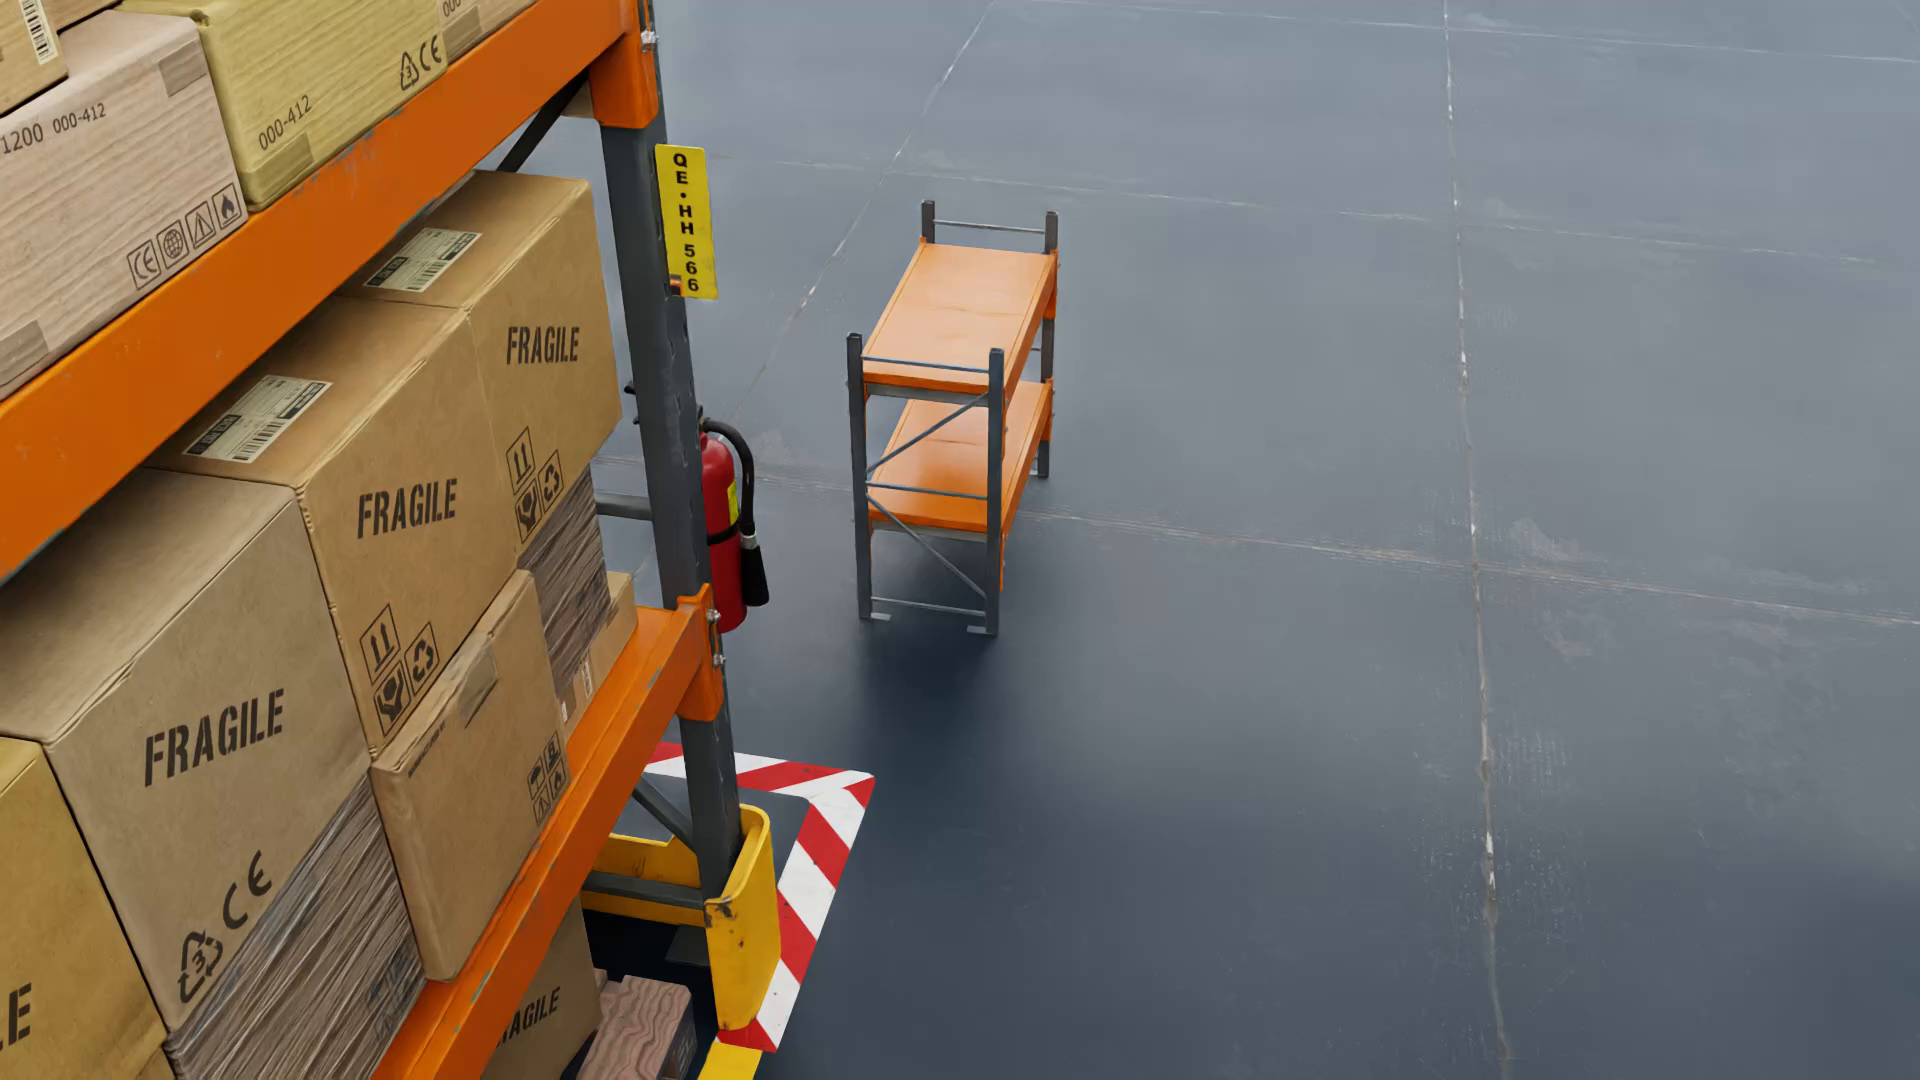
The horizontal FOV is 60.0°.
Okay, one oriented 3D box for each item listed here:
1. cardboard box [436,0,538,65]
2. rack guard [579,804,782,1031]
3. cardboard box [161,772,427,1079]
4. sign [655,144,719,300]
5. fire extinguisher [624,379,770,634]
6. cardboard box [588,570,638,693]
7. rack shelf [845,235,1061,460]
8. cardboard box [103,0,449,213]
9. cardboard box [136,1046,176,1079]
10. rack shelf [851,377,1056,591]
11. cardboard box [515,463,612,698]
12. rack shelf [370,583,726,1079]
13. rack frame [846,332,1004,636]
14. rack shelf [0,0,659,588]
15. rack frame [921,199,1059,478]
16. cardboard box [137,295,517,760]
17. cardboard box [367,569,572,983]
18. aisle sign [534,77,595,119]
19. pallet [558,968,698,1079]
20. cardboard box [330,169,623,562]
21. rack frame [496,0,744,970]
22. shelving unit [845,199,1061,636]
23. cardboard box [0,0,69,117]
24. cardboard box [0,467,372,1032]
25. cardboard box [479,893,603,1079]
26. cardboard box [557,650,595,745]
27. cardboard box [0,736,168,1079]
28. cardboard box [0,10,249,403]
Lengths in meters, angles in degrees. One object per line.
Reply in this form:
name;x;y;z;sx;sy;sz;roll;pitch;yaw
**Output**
cardboard box;-0.934;-0.958;2.587;0.500;0.250;0.500;8;37;11
rack guard;-1.096;0.944;4.522;1.175;0.500;0.348;7;37;10
cardboard box;-1.362;0.622;2.497;0.875;0.500;0.500;7;37;10
sign;-0.541;-0.628;3.304;0.100;0.325;0.005;7;37;10
fire extinguisher;-0.605;-0.089;3.882;0.296;0.674;0.183;7;37;10
cardboard box;-0.939;0.179;3.661;0.380;0.149;0.250;7;37;10
rack shelf;-0.001;-0.689;5.743;0.538;0.278;1.000;7;37;10
cardboard box;-1.038;-0.671;2.192;0.500;0.250;0.500;8;37;10
cardboard box;-1.481;0.907;2.104;0.875;0.500;0.500;7;37;10
rack shelf;-0.001;-0.254;6.058;0.538;0.278;1.000;7;37;10
cardboard box;-1.224;0.039;3.302;0.875;0.500;0.500;7;37;10
rack shelf;-1.507;1.326;2.478;1.077;0.370;4.000;7;37;10
rack frame;-0.110;-0.160;5.512;0.500;1.125;0.032;7;37;10
rack shelf;-1.507;0.111;1.598;1.077;0.370;4.000;7;37;10
rack frame;0.107;-0.743;6.317;0.500;1.125;0.032;7;37;10
cardboard box;-1.057;-0.044;2.564;0.500;0.500;0.500;7;37;10
cardboard box;-1.213;0.340;2.885;0.875;0.500;0.500;7;37;10
aisle sign;-0.773;-1.163;3.083;0.394;0.787;0.004;7;37;10
pallet;-1.304;1.522;3.970;1.003;0.211;1.213;7;37;10
cardboard box;-0.955;-0.332;2.961;0.500;0.500;0.500;7;37;10
rack frame;-1.079;-0.112;3.849;1.000;3.000;0.127;7;37;10
shelving unit;-0.001;-0.452;5.915;0.538;1.125;1.048;7;37;10
cardboard box;-1.119;-0.484;1.594;0.380;0.149;0.250;6;36;8
cardboard box;-1.166;0.242;2.169;0.500;0.500;0.500;7;37;10
cardboard box;-1.229;1.086;3.968;0.500;0.500;0.500;14;38;19
cardboard box;-0.993;0.322;3.464;0.380;0.149;0.250;7;37;10
cardboard box;-1.281;0.528;1.775;0.500;0.500;0.500;7;37;10
cardboard box;-1.156;-0.378;1.788;0.500;0.250;0.500;8;37;11
